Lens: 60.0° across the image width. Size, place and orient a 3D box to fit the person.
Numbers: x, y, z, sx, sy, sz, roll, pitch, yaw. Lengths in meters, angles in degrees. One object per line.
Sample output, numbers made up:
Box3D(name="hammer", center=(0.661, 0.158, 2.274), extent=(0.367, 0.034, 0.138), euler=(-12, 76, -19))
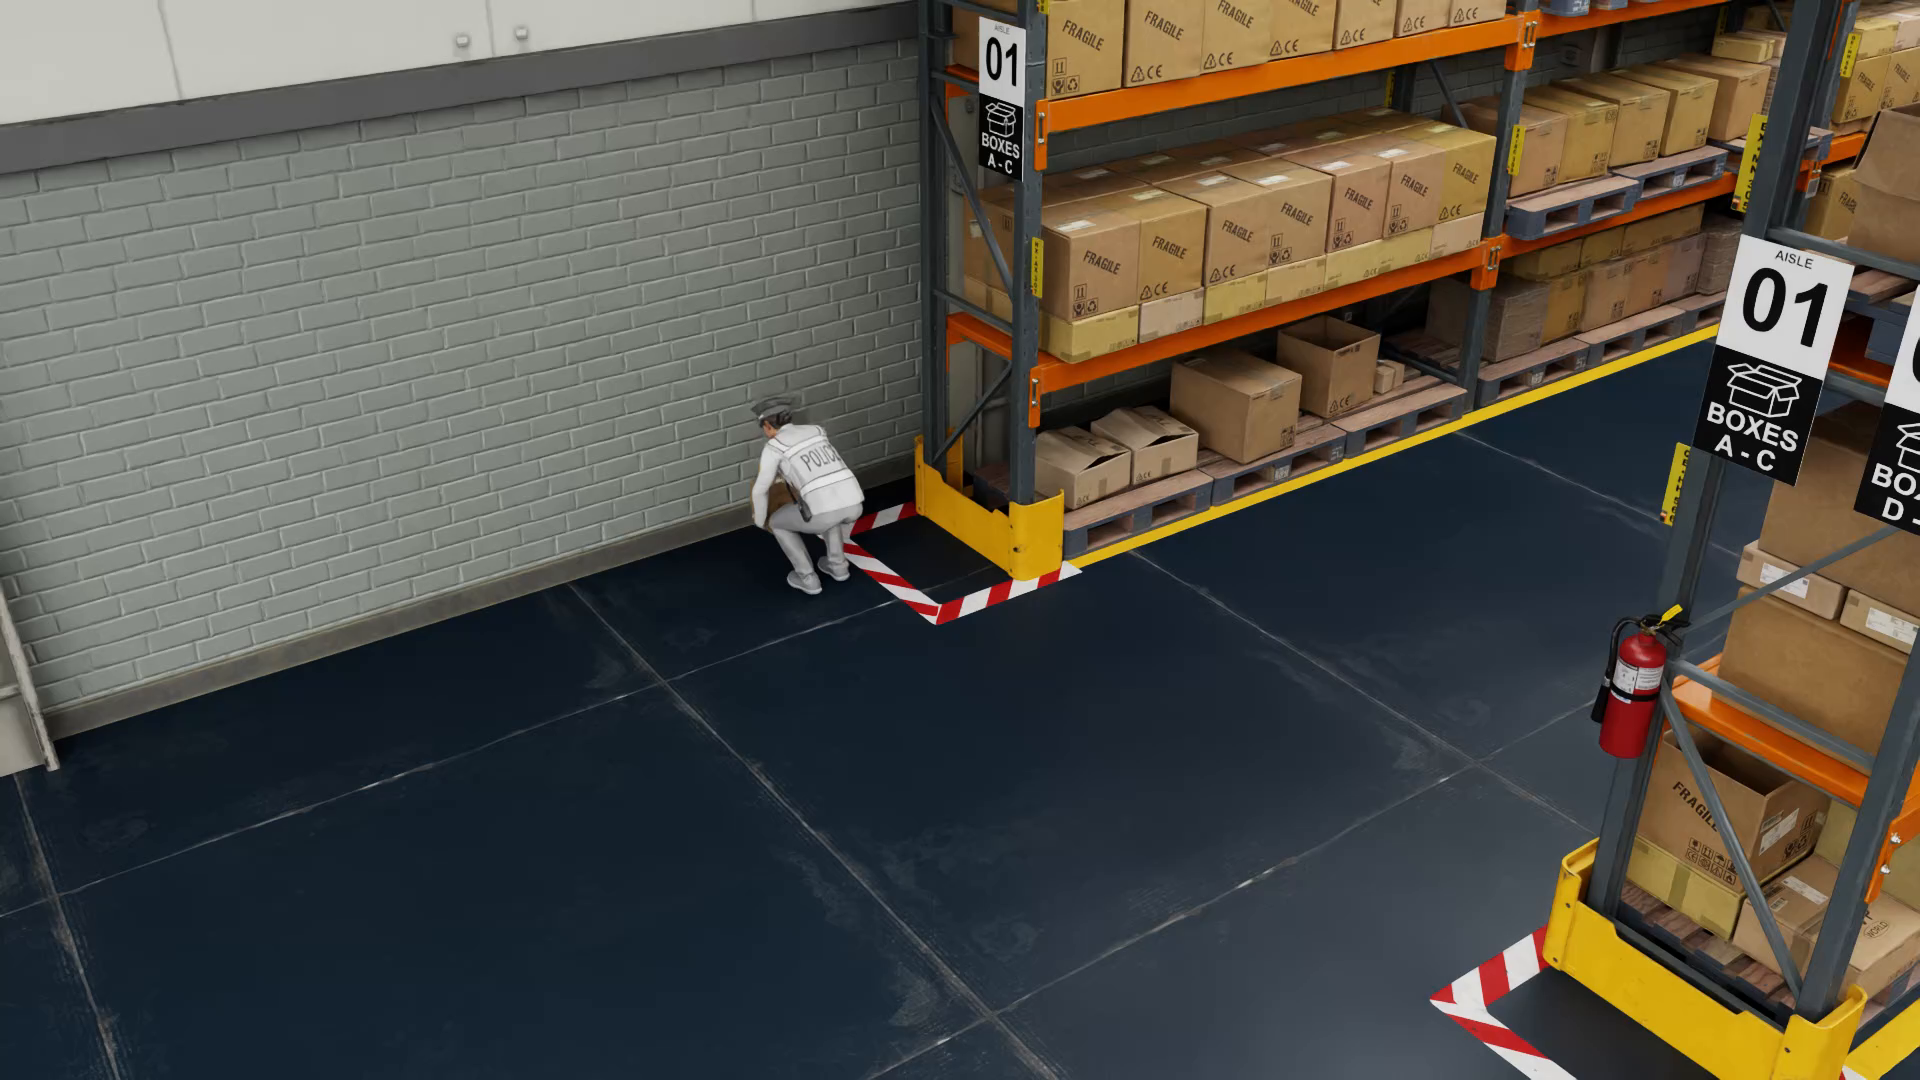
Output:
Box3D(name="person", center=(-0.914, -0.246, 9.712), extent=(0.500, 1.054, 0.818), euler=(-19, 34, -31))
